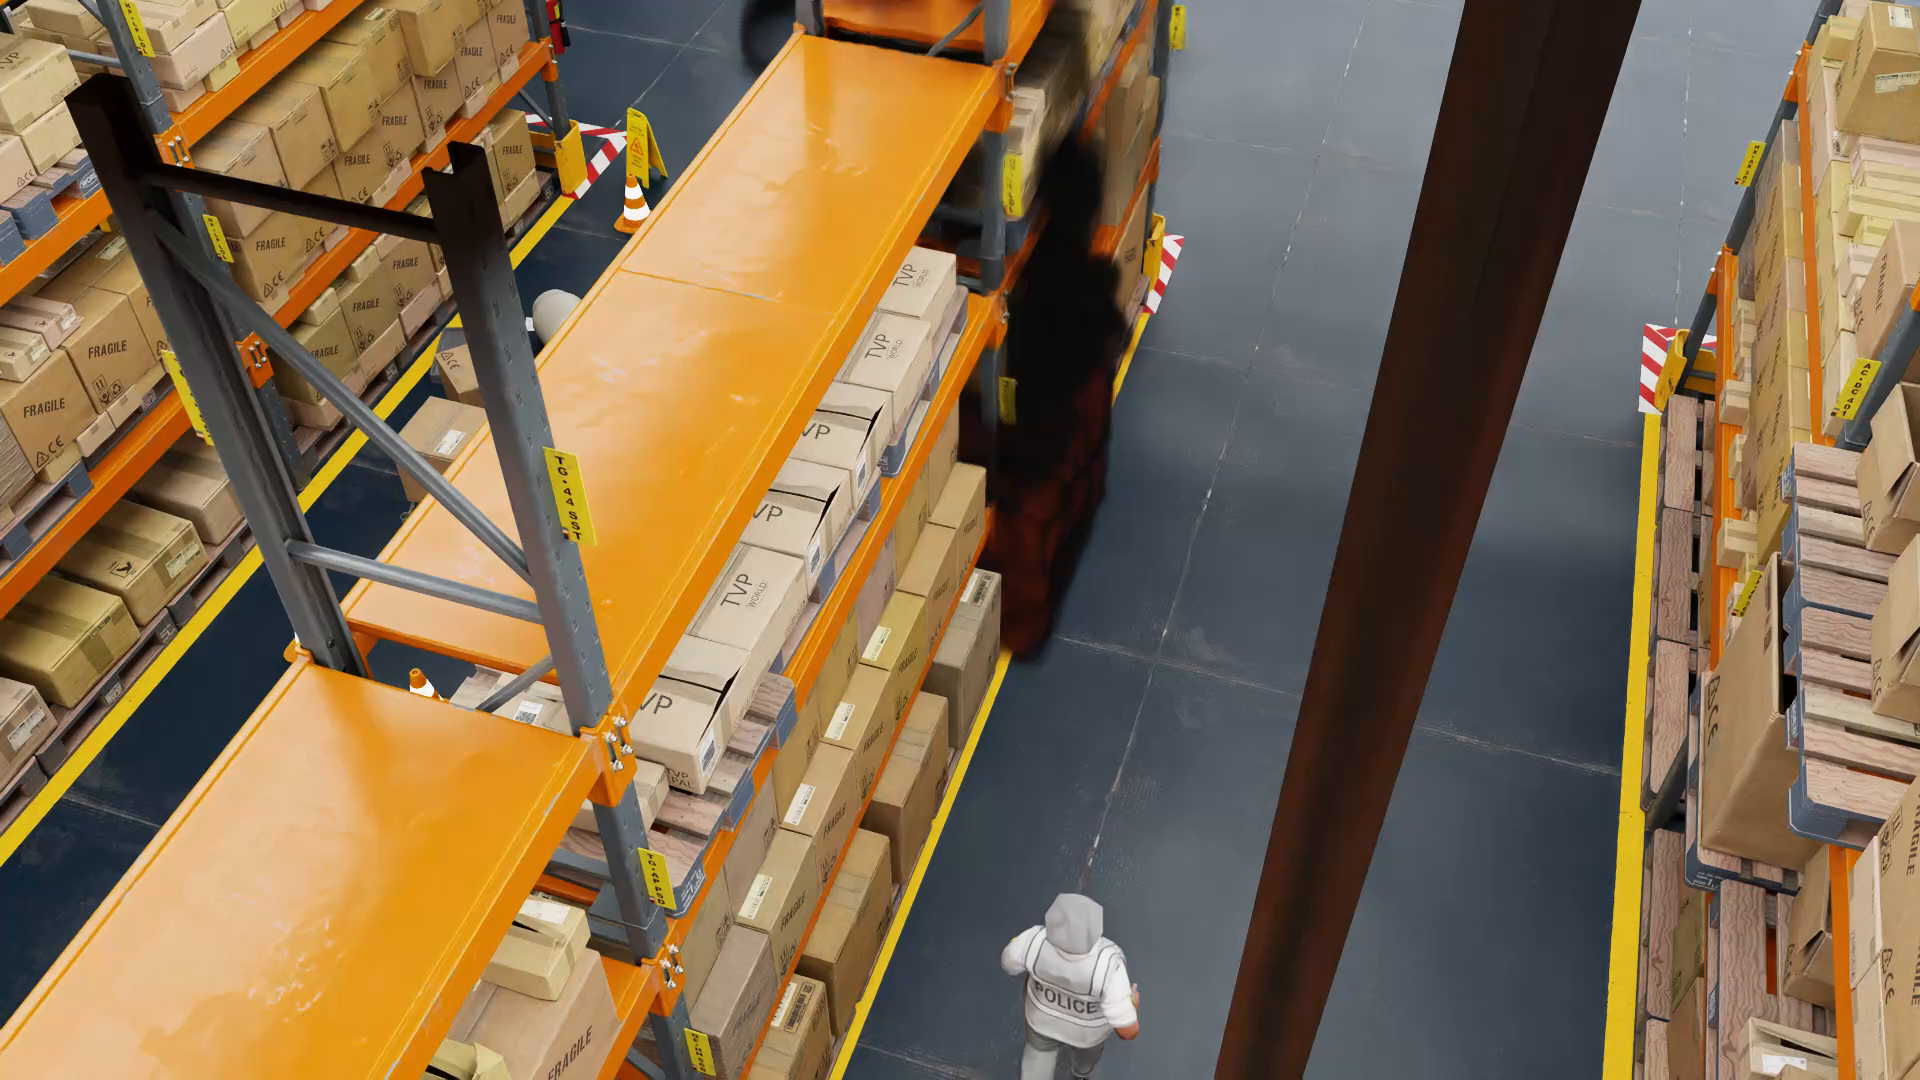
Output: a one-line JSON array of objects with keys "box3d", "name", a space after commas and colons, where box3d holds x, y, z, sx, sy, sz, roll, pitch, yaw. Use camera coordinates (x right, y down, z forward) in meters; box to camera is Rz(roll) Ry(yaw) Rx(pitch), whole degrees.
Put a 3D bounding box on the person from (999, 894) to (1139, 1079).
[{"box3d": [0.505, 2.108, 7.495, 0.676, 1.800, 0.840, 15, 48, 14], "name": "person"}]
